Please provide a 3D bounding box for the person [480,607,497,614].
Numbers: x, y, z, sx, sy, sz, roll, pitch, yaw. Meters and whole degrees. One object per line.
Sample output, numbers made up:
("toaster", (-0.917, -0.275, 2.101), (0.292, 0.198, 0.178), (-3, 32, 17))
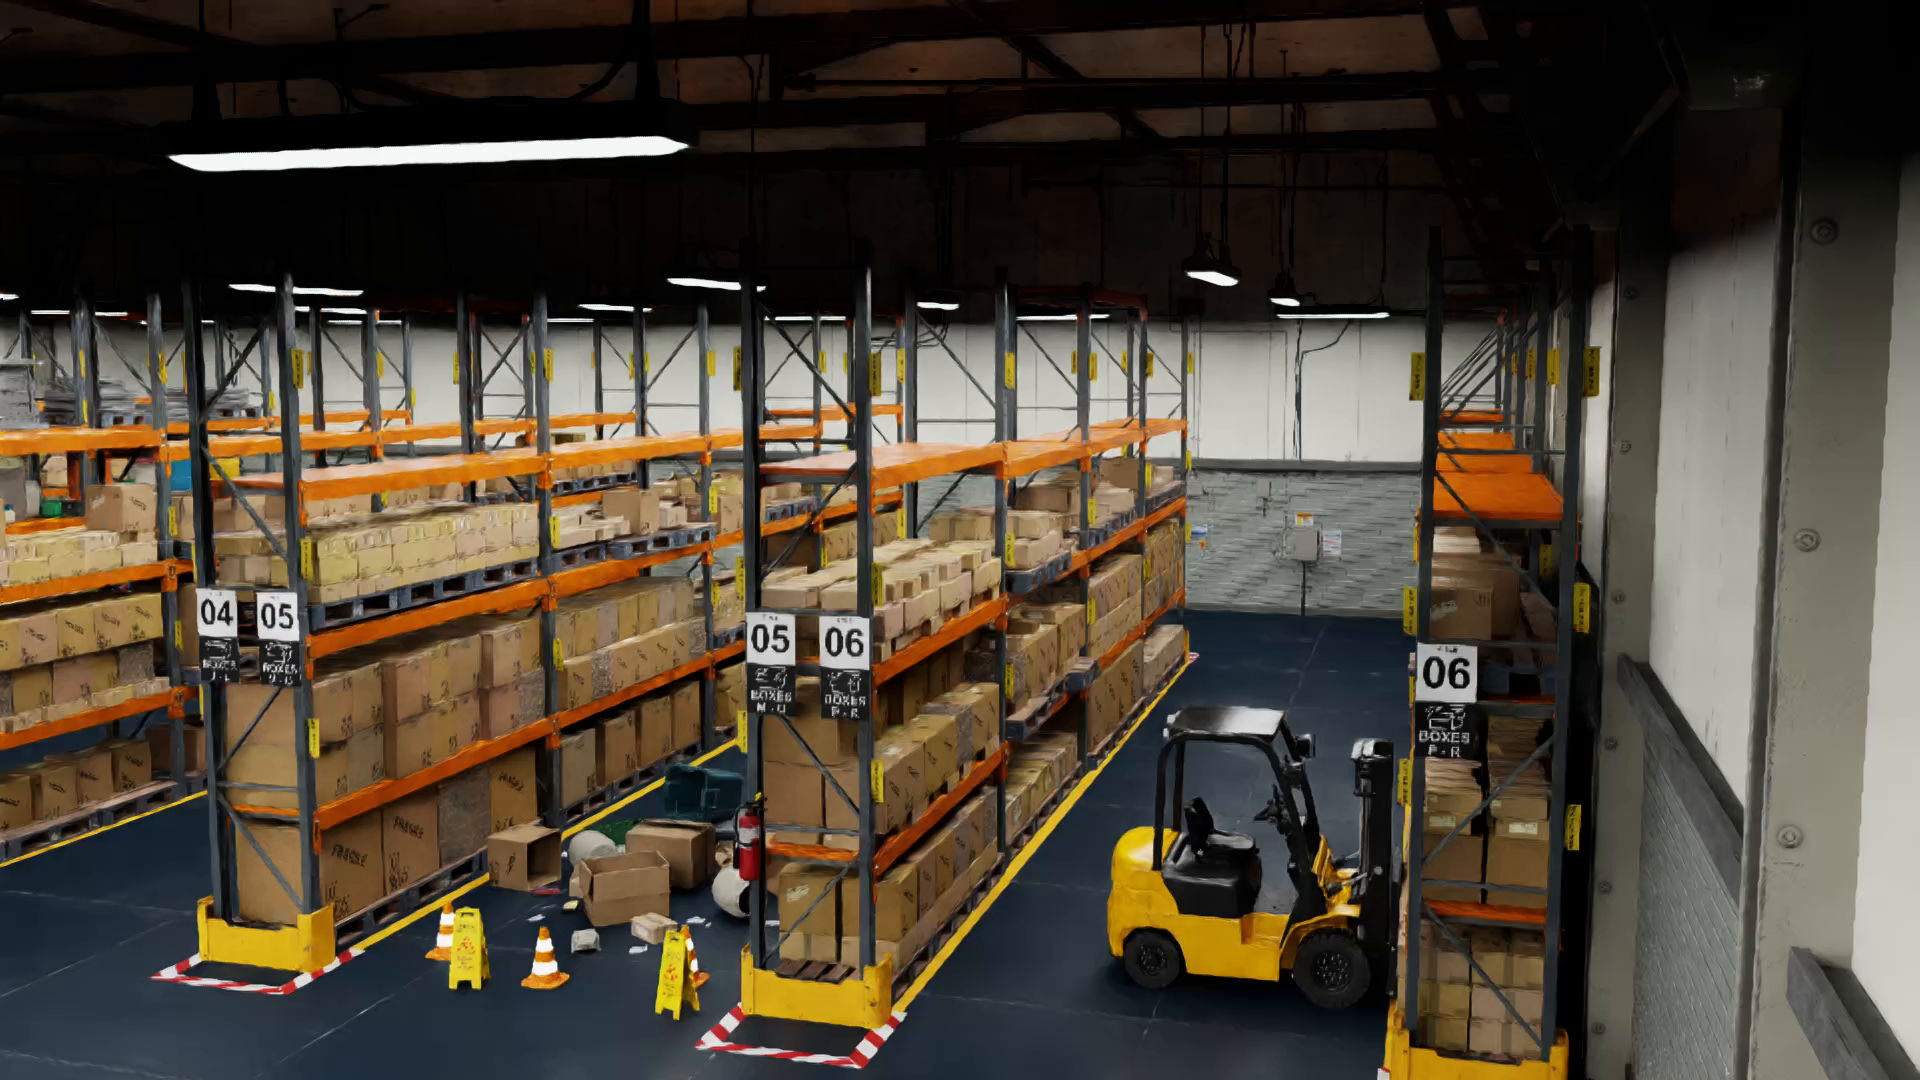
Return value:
("person", (-6.584, 1.633, 23.529), (0.457, 1.783, 0.615), (-2, 7, -15))
